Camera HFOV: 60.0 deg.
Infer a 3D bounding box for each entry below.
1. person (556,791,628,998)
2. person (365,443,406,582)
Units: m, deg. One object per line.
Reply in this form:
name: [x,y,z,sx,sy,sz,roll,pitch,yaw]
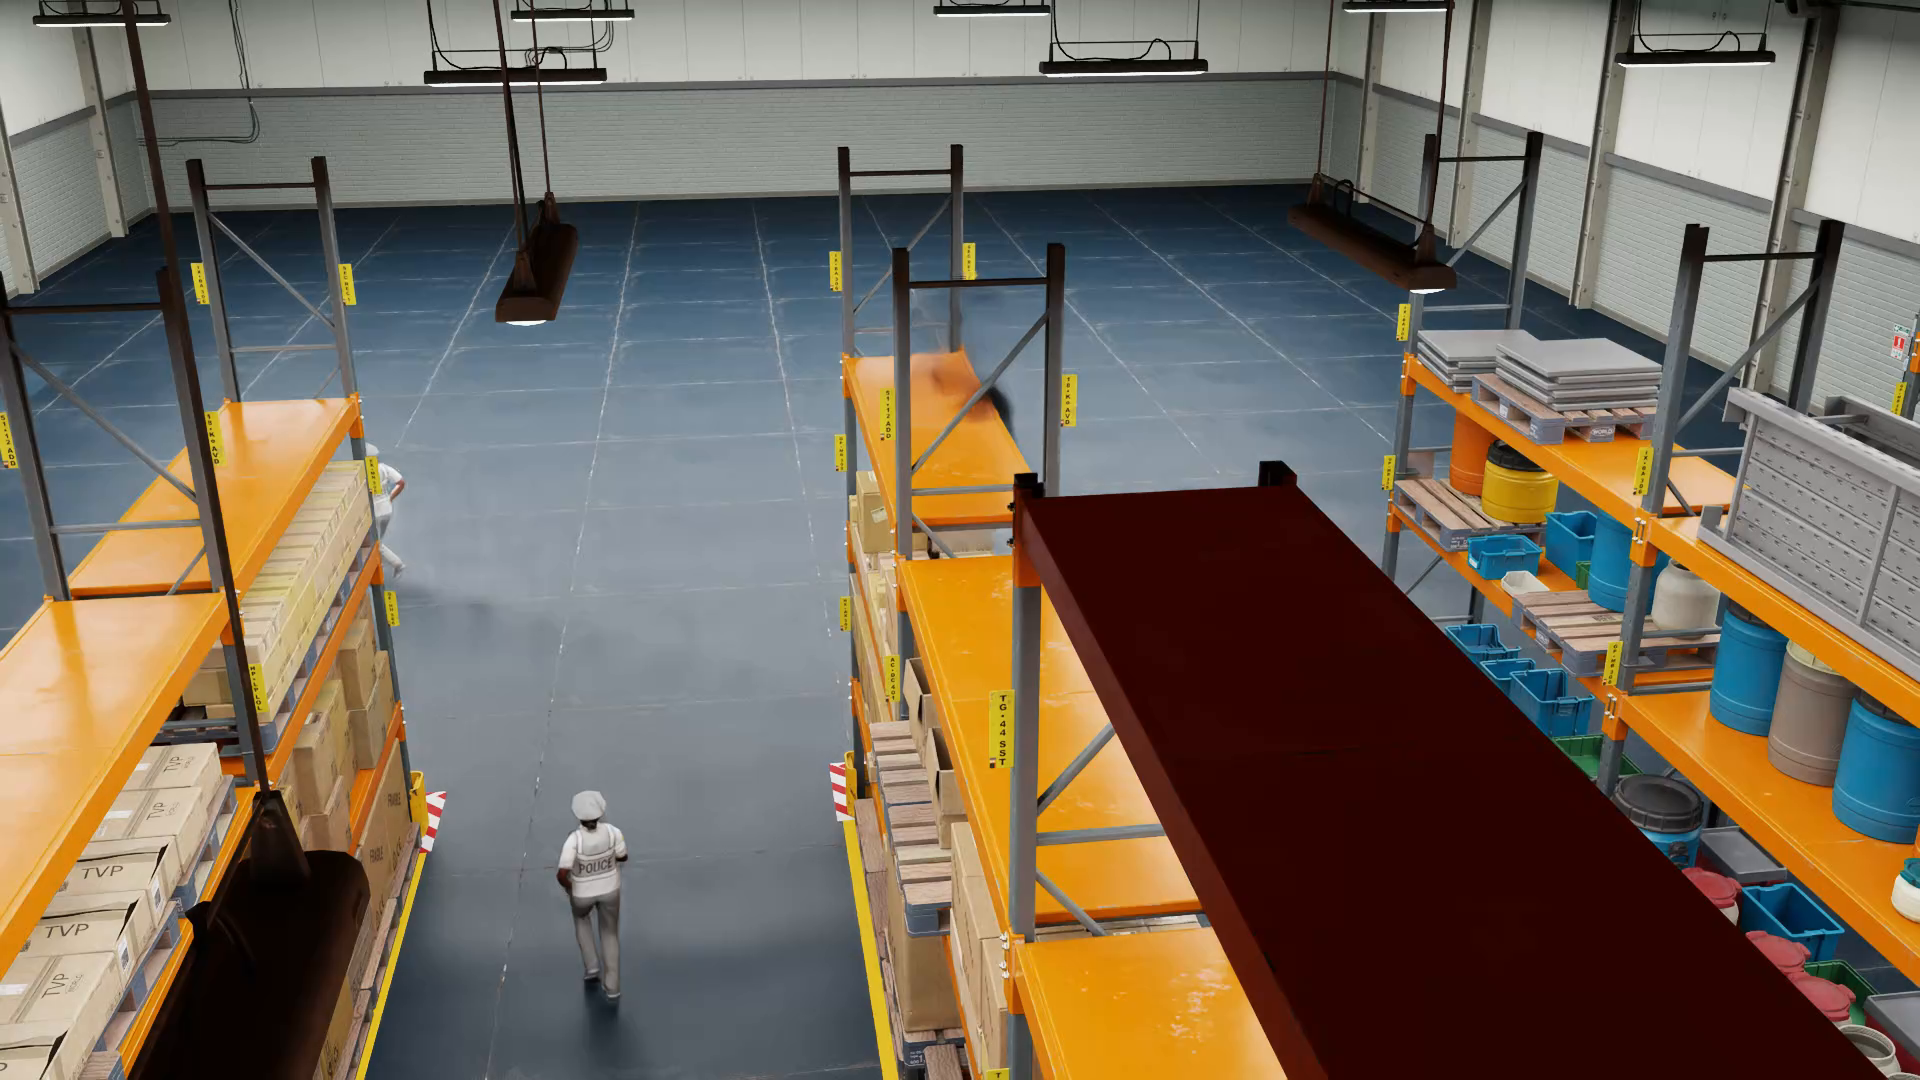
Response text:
person: [-2.781,2.671,12.620,0.553,1.742,0.681,-7,23,-18]
person: [-7.045,-0.303,20.026,0.920,1.791,0.664,12,25,29]
